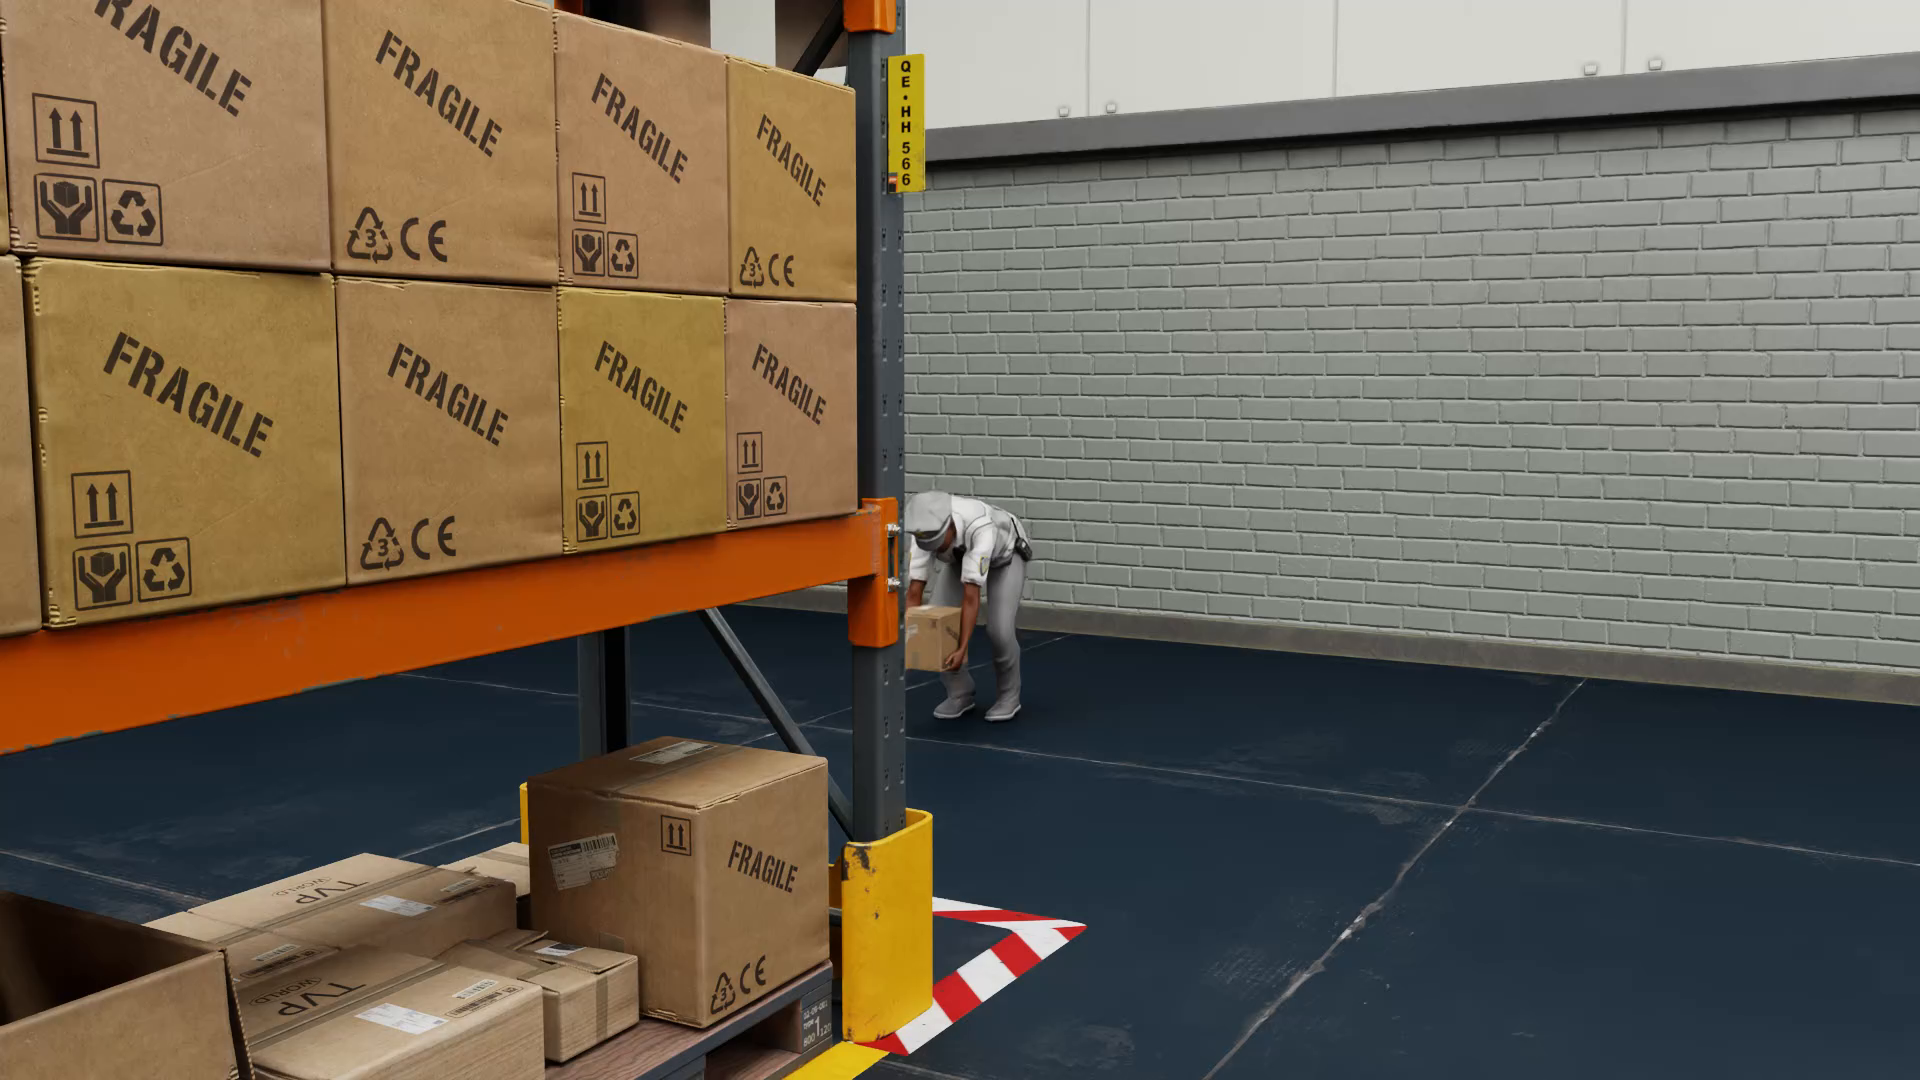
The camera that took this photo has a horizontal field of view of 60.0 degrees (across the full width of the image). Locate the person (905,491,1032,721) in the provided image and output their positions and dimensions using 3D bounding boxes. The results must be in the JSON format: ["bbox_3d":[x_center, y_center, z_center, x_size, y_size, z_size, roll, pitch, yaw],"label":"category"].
[{"bbox_3d":[0.013,0.304,7.683,0.449,1.101,0.931,3,7,26],"label":"person"}]
